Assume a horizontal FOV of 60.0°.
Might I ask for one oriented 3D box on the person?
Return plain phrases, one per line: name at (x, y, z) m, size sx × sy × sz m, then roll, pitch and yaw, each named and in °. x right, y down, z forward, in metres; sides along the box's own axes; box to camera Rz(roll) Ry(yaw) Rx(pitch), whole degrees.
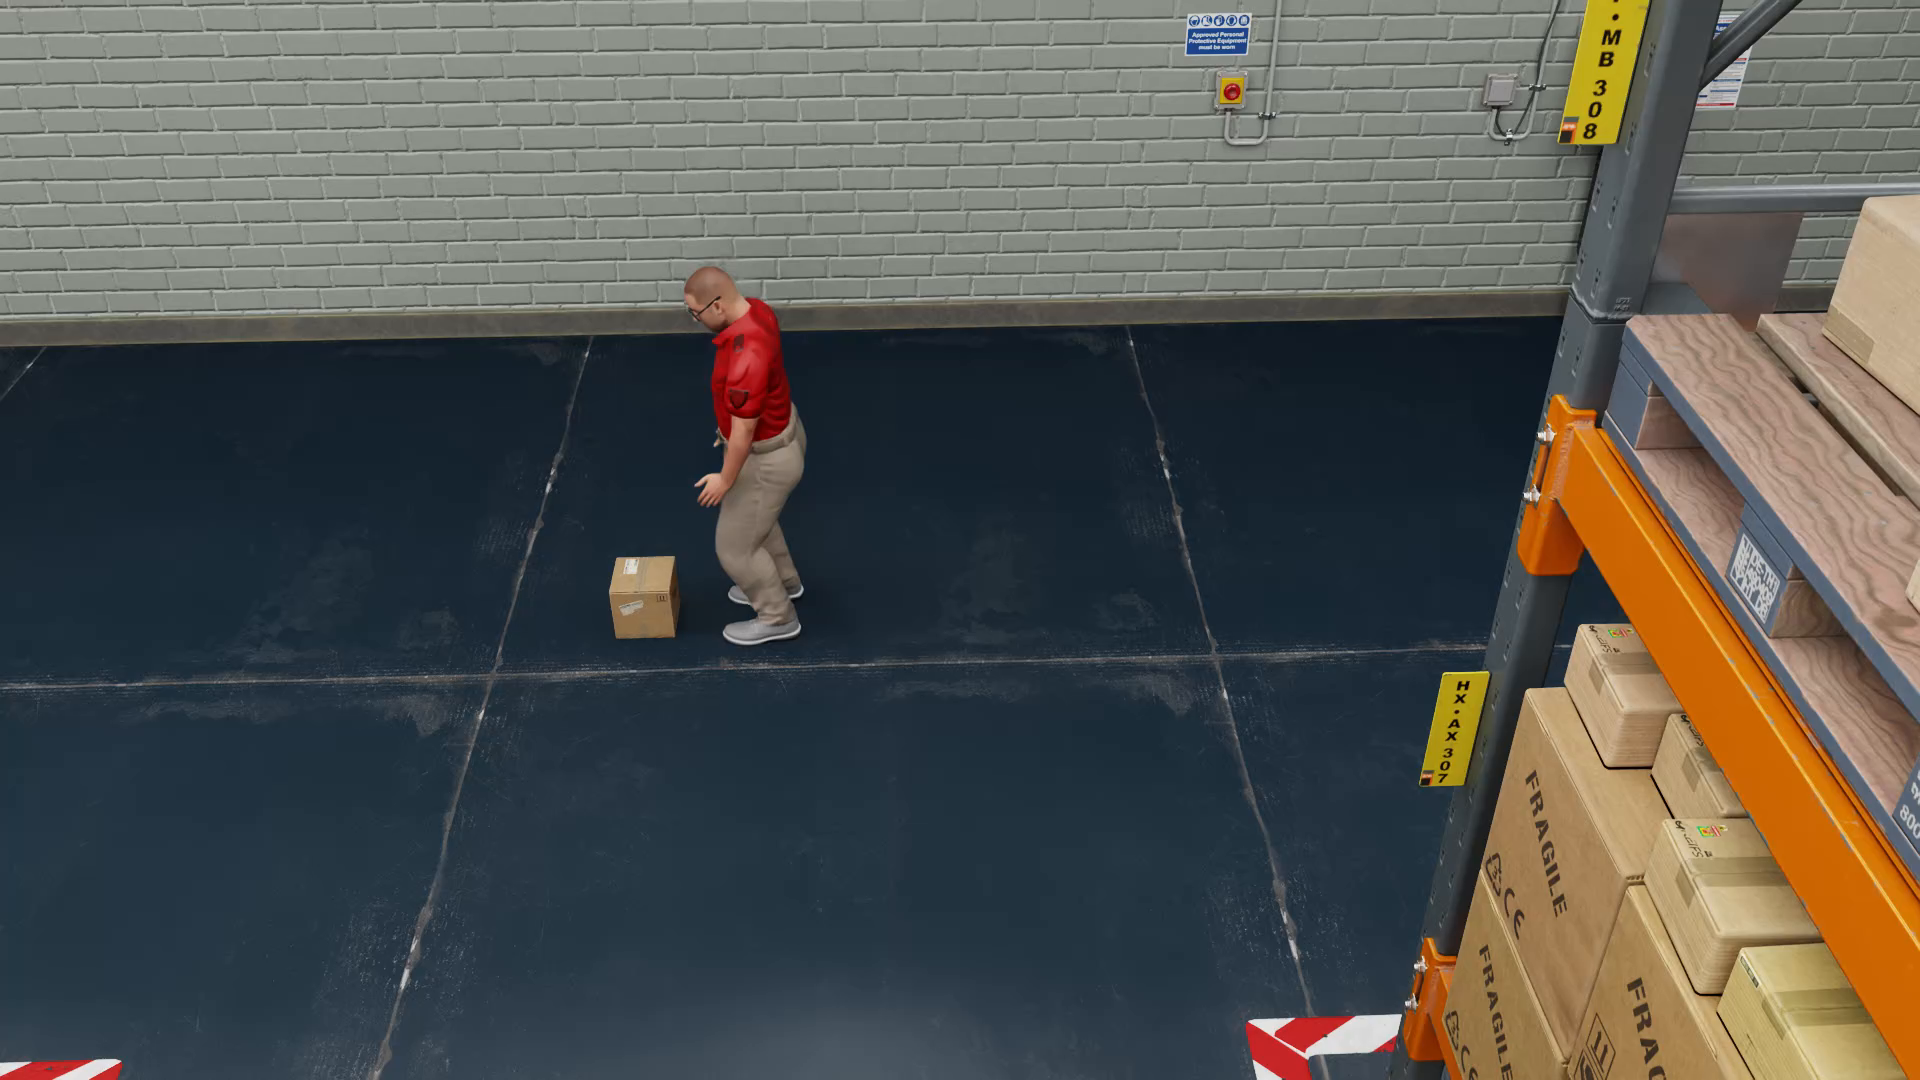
person at (-0.848, -0.332, 6.690) m, size 0.399 × 1.677 × 0.557 m, roll -1°, pitch 35°, yaw -1°
